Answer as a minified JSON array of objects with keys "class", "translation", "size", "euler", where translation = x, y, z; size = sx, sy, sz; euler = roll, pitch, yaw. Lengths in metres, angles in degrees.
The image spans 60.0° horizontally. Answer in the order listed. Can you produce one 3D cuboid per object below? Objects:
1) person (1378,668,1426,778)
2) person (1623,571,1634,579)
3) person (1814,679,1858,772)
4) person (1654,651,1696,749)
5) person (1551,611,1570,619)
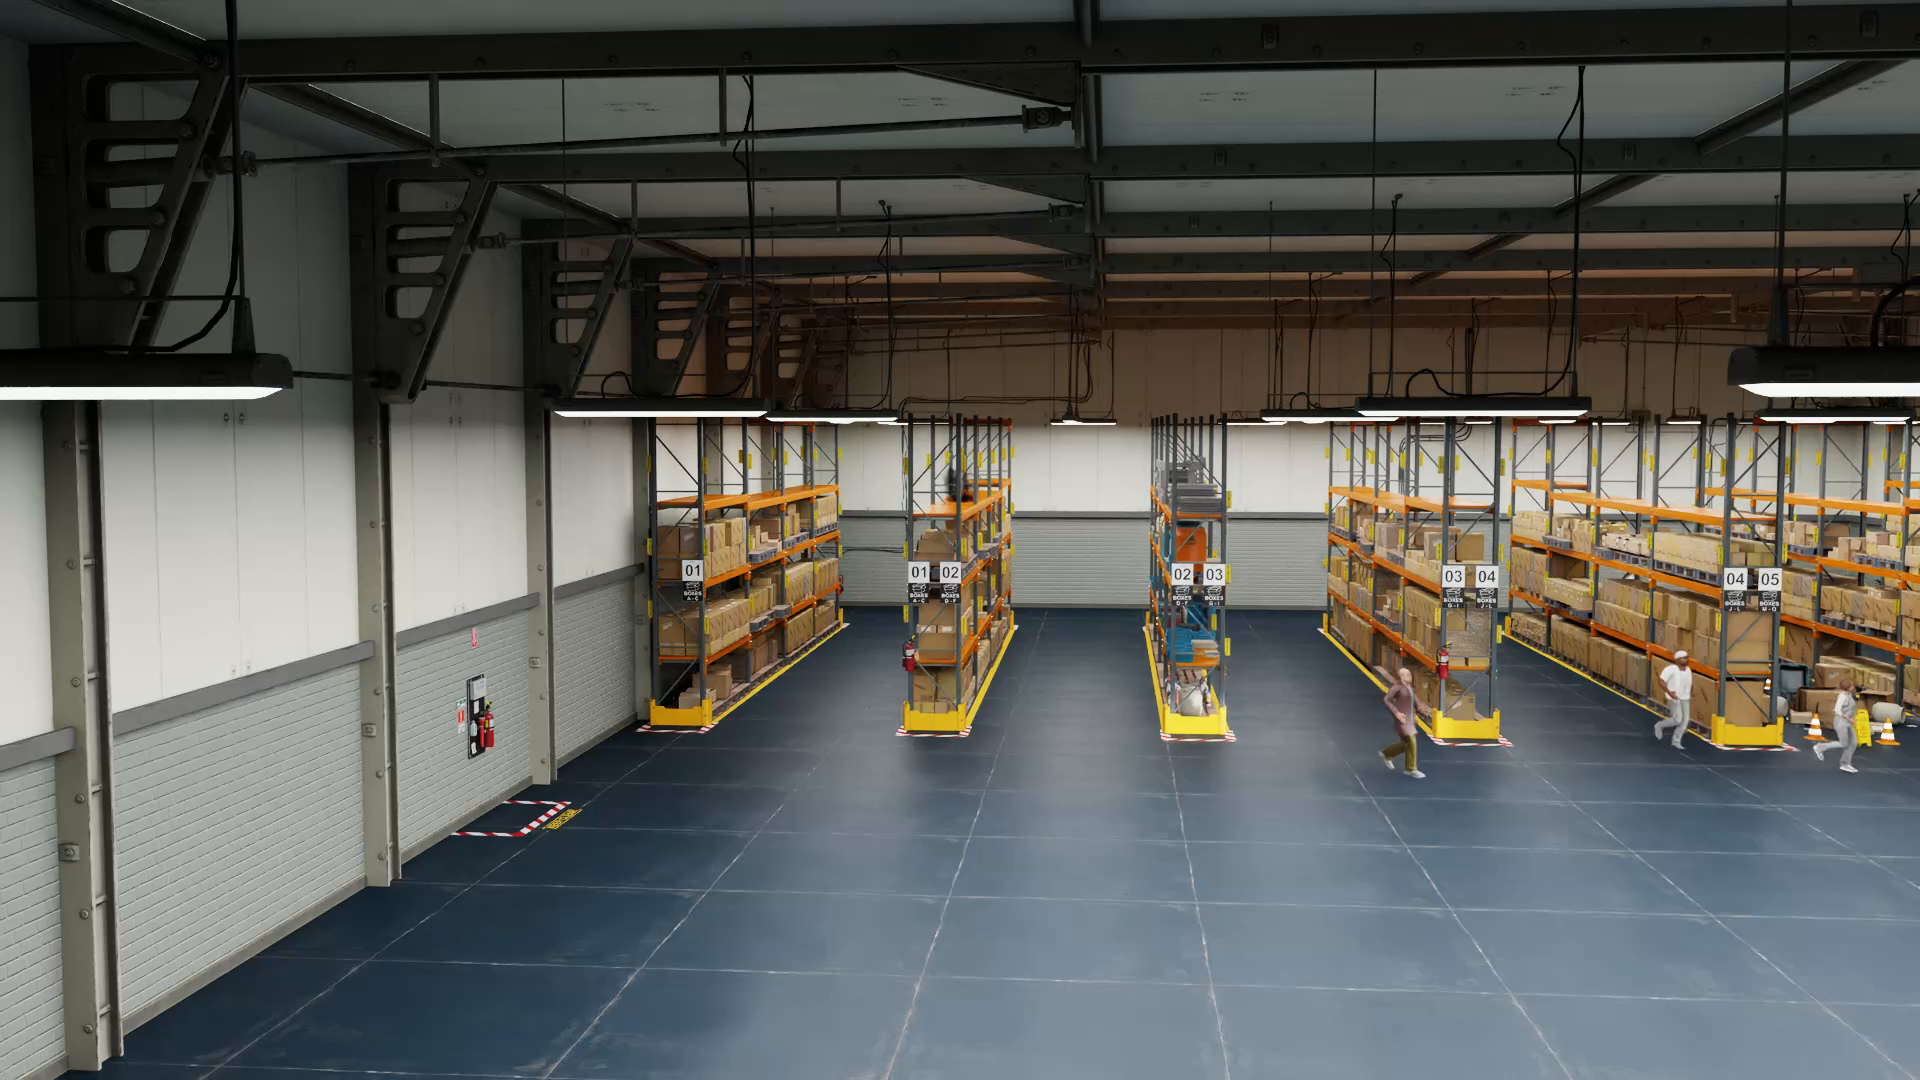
[{"class":"person","translation":[7.275,2.991,27.406],"size":[0.884,1.773,0.728],"euler":[3,5,41]},{"class":"person","translation":[18.993,1.675,47.237],"size":[1.037,1.778,0.726],"euler":[1,4,9]},{"class":"person","translation":[14.698,3.079,27.816],"size":[0.703,1.562,0.531],"euler":[4,5,44]},{"class":"person","translation":[12.924,2.863,29.964],"size":[0.709,1.751,0.655],"euler":[-1,4,-20]},{"class":"person","translation":[16.744,1.726,46.771],"size":[0.730,1.690,0.958],"euler":[-3,5,-38]}]
